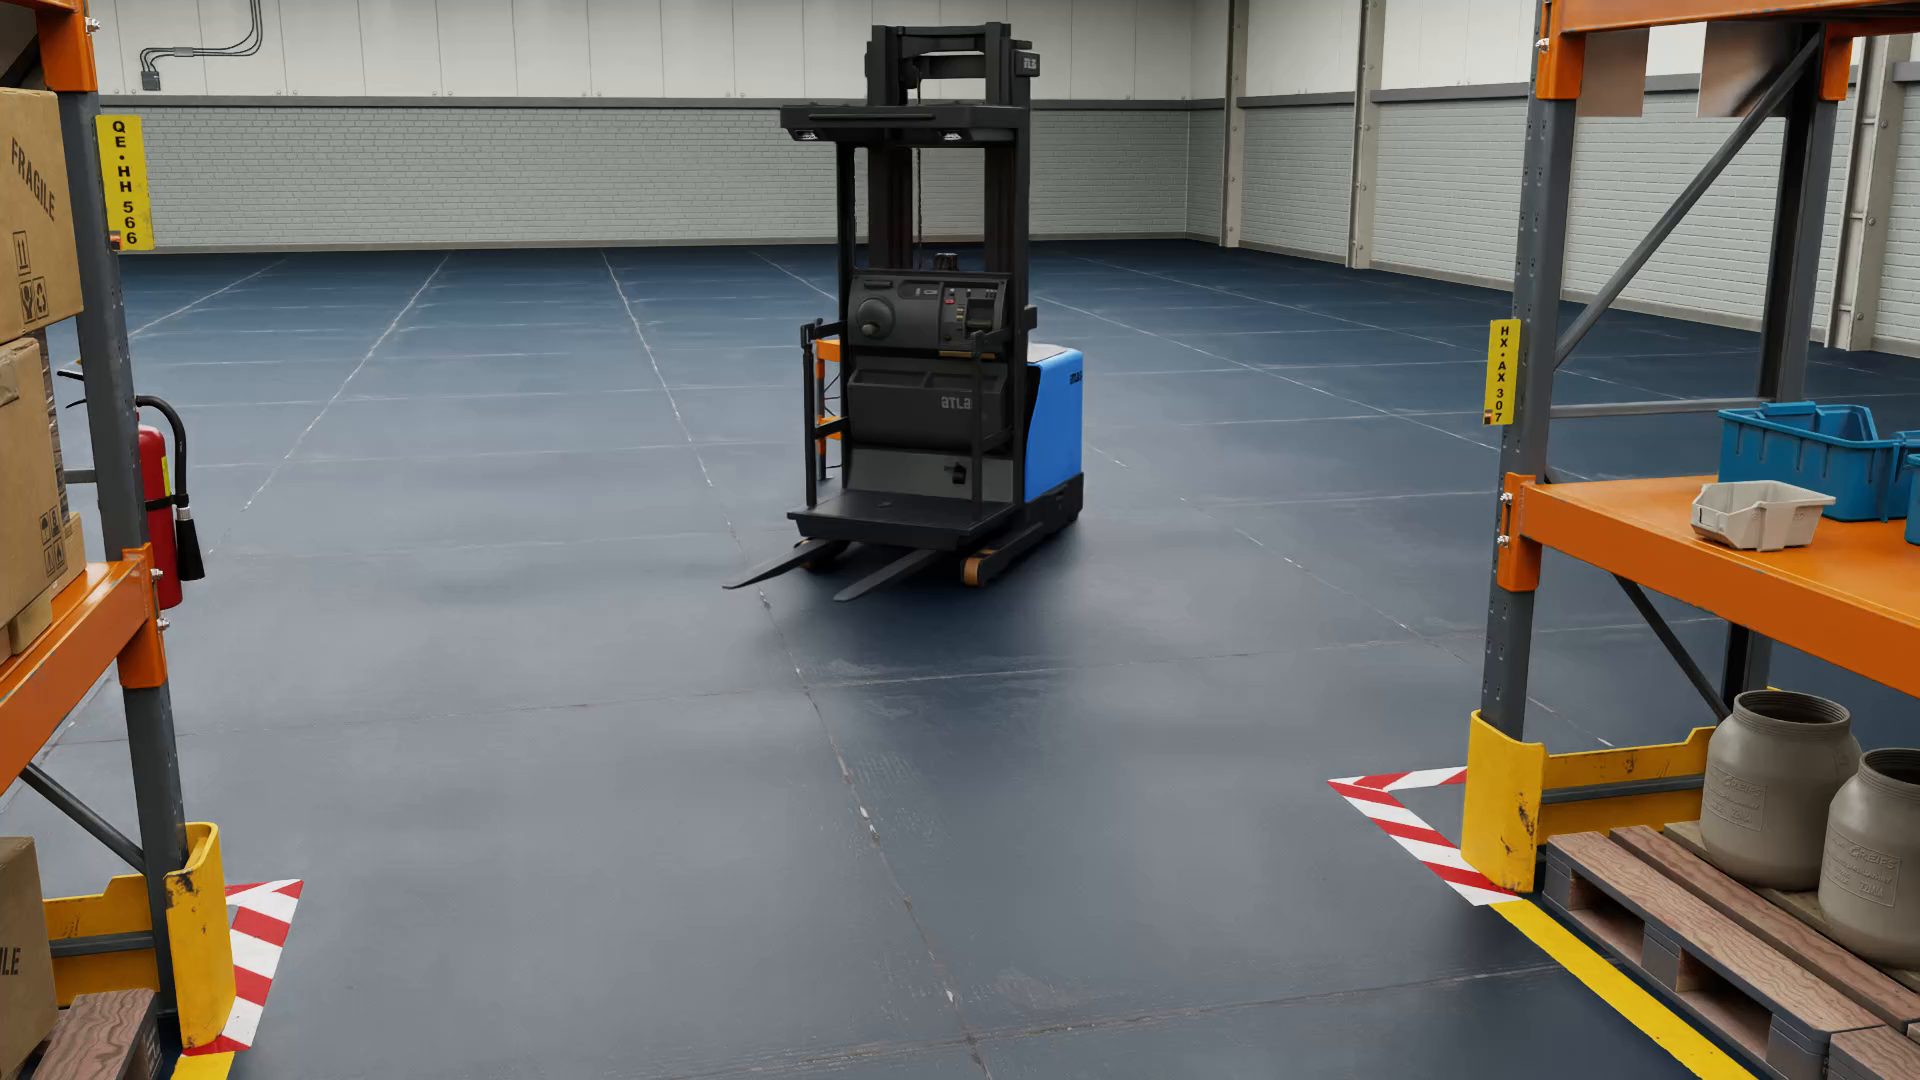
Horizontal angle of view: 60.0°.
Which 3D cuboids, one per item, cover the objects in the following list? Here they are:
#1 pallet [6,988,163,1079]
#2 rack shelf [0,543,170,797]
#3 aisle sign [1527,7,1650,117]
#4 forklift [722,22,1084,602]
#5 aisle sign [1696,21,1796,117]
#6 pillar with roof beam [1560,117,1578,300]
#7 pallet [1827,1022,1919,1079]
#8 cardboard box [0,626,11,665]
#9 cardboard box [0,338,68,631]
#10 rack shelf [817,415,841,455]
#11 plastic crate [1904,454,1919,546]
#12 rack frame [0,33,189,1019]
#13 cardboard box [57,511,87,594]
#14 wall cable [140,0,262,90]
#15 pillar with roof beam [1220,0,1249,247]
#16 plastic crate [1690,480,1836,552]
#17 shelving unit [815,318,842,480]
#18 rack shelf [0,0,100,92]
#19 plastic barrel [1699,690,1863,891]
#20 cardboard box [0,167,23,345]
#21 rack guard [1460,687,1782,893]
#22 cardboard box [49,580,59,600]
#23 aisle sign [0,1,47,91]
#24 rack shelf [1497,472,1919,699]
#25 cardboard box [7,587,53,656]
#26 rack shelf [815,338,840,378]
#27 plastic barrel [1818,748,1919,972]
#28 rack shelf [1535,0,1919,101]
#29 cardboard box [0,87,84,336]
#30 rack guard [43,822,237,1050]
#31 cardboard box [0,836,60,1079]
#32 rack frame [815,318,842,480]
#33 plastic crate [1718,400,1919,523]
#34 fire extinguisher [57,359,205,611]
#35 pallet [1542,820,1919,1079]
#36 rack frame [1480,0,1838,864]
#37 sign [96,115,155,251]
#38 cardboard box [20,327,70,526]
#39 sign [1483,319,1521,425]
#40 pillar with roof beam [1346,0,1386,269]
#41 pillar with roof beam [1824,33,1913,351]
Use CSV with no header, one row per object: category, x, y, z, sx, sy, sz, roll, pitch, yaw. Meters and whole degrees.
pallet,-2.428,1.424,3.653,1.003,0.211,1.213,-3,14,-13
rack shelf,-2.132,0.674,2.366,1.077,0.370,4.000,-3,14,-13
aisle sign,1.911,-1.677,4.992,0.394,0.787,0.004,-3,14,-13
forklift,-0.265,-1.282,8.997,1.130,2.935,3.031,6,15,22
aisle sign,2.484,-1.709,5.126,0.394,0.787,0.004,-3,14,-13
pillar with roof beam,4.436,-7.679,22.398,9.100,9.000,0.400,-3,14,-13
pallet,2.745,1.425,3.651,1.003,0.211,1.213,-3,14,-13
cardboard box,-2.124,0.210,3.277,0.380,0.149,0.250,-3,14,-13
cardboard box,-2.265,-0.093,3.151,0.875,0.500,0.500,-3,14,-13
rack shelf,-0.493,-0.668,11.321,0.538,0.278,1.000,-9,16,-33
plastic crate,2.768,-0.092,4.298,0.499,0.251,0.408,-3,14,-13
rack frame,-2.602,-0.137,4.169,1.000,3.000,0.127,-3,14,-13
cardboard box,-2.334,0.039,3.977,0.380,0.149,0.250,-3,14,-13
wall cable,-14.992,-11.863,32.356,2.305,6.003,0.169,-3,14,-13
pillar with roof beam,1.617,-10.447,33.729,9.100,9.000,0.400,-3,14,-13
plastic crate,2.110,-0.061,4.412,0.298,0.136,0.250,-3,14,-13
shelving unit,-0.493,-0.905,11.263,0.538,1.125,1.048,-9,16,-33
rack shelf,-2.132,-0.784,2.010,1.077,0.370,4.000,-3,14,-13
plastic barrel,2.441,0.739,4.940,0.421,0.512,0.421,0,14,0
cardboard box,-2.110,-0.588,3.069,0.500,0.500,0.500,-3,14,-13
rack guard,2.276,0.816,5.535,1.175,0.500,0.348,-3,14,-13
cardboard box,-2.276,0.097,3.741,0.380,0.149,0.250,-3,14,-13
aisle sign,-2.325,-1.431,3.987,0.394,0.787,0.004,-3,14,-13
rack shelf,2.682,0.397,3.496,1.077,0.370,4.000,-3,14,-13
cardboard box,-2.168,0.151,3.516,0.380,0.149,0.250,-3,14,-13
rack shelf,-0.493,-1.190,11.193,0.538,0.278,1.000,-9,16,-33
plastic barrel,2.559,0.854,4.467,0.421,0.512,0.421,0,14,0
rack shelf,2.682,-1.060,3.140,1.077,0.370,4.000,-3,14,-13
cardboard box,-2.233,-0.703,3.540,0.500,0.500,0.500,-3,14,-13
rack guard,-2.584,1.094,4.394,1.175,0.500,0.348,-3,14,-13
cardboard box,-2.472,1.018,3.822,0.500,0.500,0.500,-1,14,-3
rack frame,-0.778,-1.005,11.671,0.500,1.125,0.032,-9,16,-33
plastic crate,2.621,-0.242,4.912,0.499,0.251,0.616,-3,14,-13
fire extinguisher,-2.181,-0.152,4.391,0.296,0.674,0.183,-3,14,-13
pallet,2.462,1.144,4.801,1.003,0.211,1.213,-3,14,-13
rack frame,2.212,-0.413,5.299,1.000,3.000,0.127,-3,14,-13
sign,-2.058,-0.880,4.102,0.100,0.325,0.005,-3,14,-13
cardboard box,-2.500,-0.202,3.596,0.875,0.500,0.500,-3,14,-13
sign,1.677,-0.518,5.145,0.100,0.325,0.005,-3,14,-13
pillar with roof beam,3.026,-9.063,28.064,9.100,9.000,0.400,-3,14,-13
pillar with roof beam,5.845,-6.295,16.732,9.100,9.000,0.400,-3,14,-13
